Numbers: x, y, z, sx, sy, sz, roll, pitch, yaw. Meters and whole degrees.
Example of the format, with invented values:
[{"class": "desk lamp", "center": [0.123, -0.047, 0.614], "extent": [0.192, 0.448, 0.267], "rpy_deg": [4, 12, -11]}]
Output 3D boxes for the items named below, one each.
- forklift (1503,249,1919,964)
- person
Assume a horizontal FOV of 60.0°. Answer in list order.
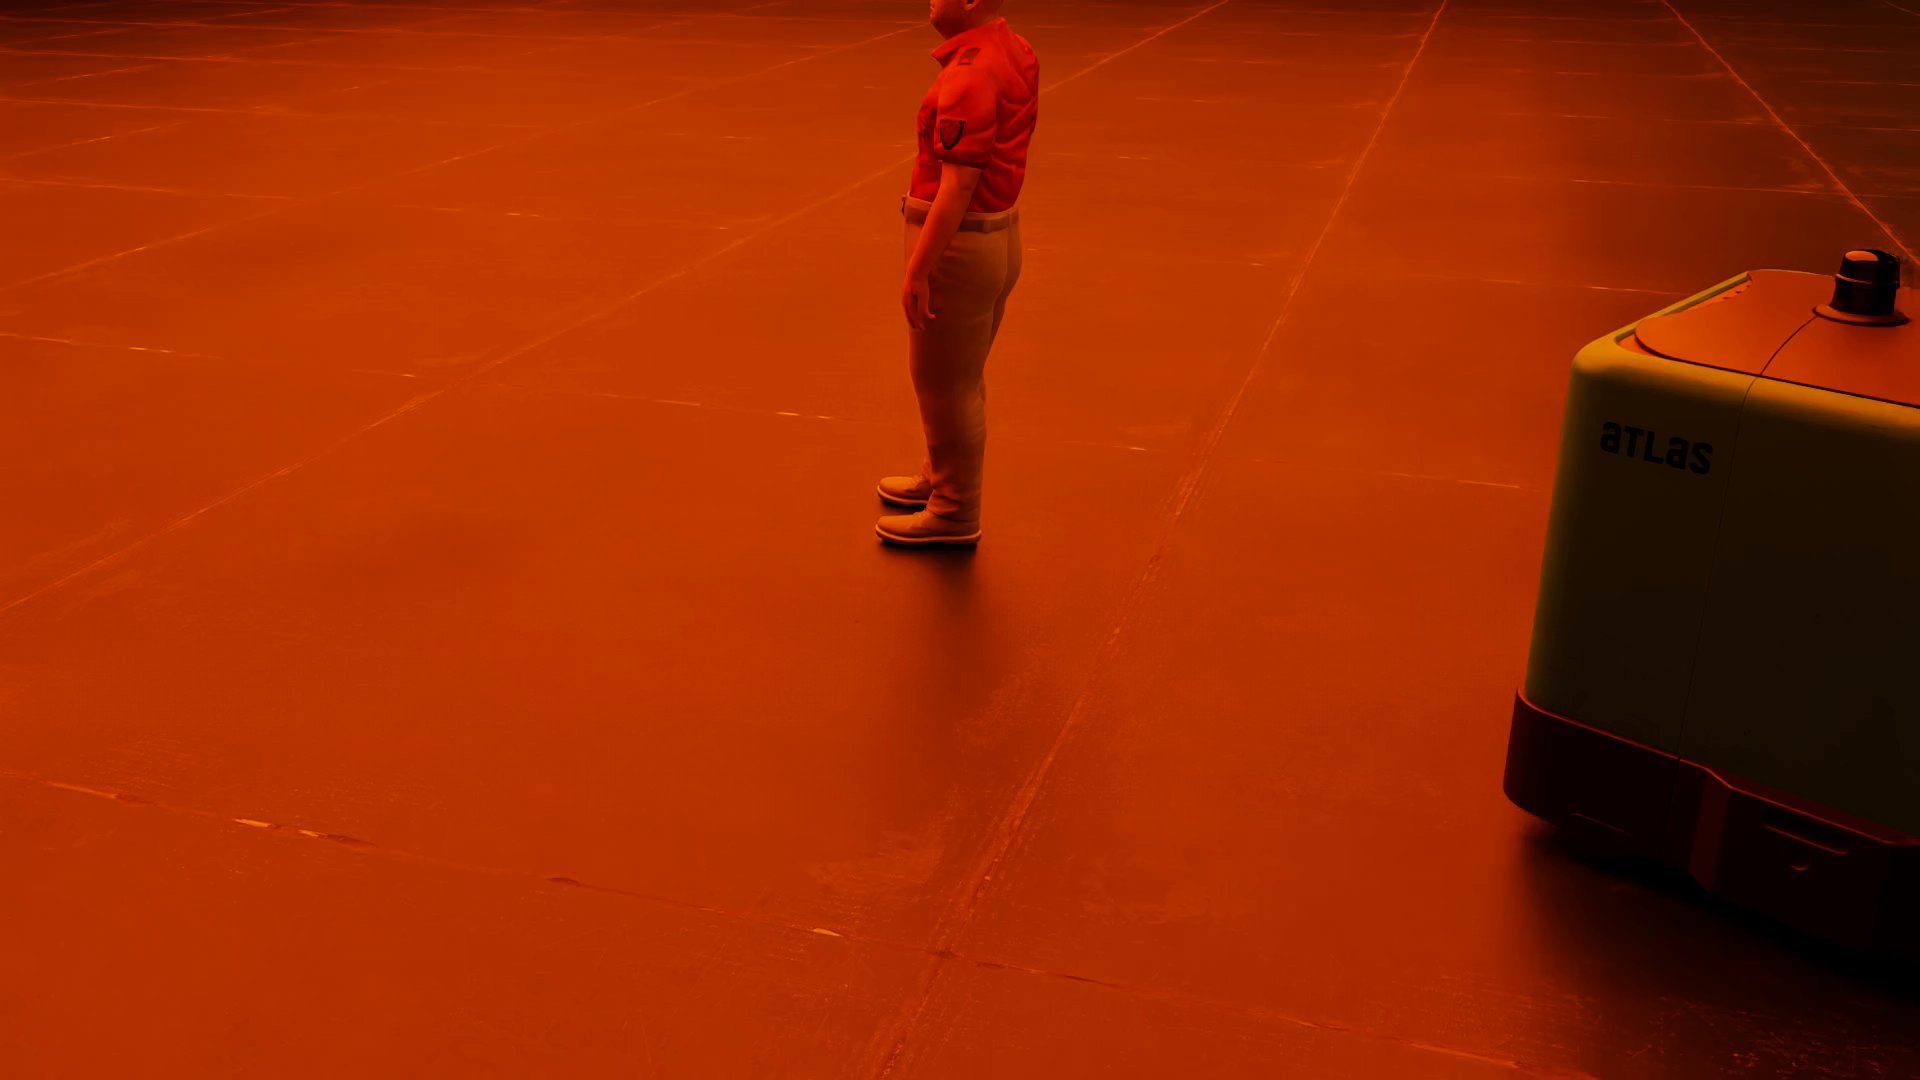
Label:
[{"class": "forklift", "center": [2.595, -0.483, 2.451], "extent": [3.031, 2.935, 1.130], "rpy_deg": [20, 30, 40]}, {"class": "person", "center": [-0.082, -0.821, 4.823], "extent": [0.550, 1.727, 0.641], "rpy_deg": [7, 23, 16]}]
